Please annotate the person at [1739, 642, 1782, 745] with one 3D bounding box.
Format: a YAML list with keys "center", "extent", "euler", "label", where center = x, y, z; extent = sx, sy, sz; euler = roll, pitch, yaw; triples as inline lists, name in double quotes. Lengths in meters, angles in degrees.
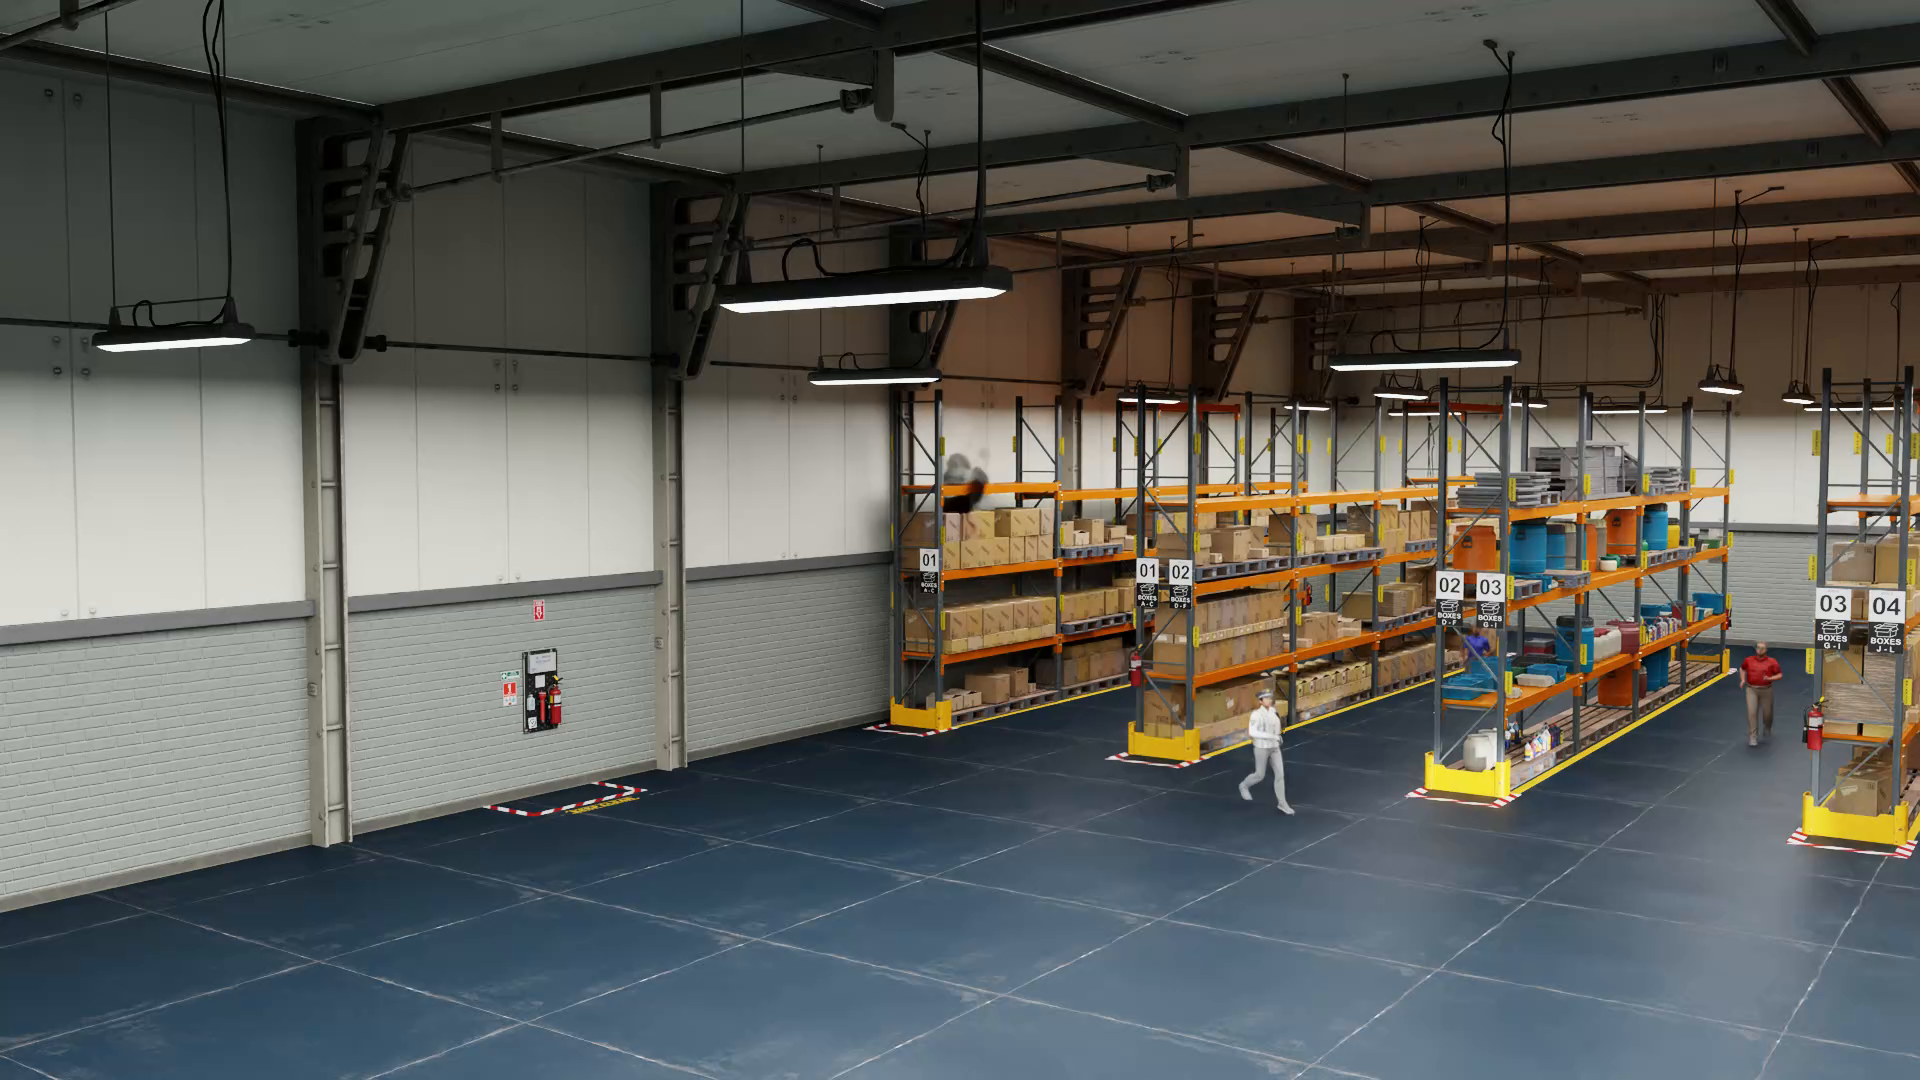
- center: [13.451, 2.564, 27.971]
  extent: [0.673, 1.699, 0.944]
  euler: [2, 4, 31]
  label: "person"

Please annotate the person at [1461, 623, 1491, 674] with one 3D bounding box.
- center: [9.914, 2.400, 32.013]
  extent: [0.557, 1.603, 0.561]
  euler: [1, 3, 23]
  label: "person"

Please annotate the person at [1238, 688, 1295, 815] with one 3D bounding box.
- center: [4.228, 2.863, 22.846]
  extent: [0.625, 1.678, 0.984]
  euler: [-2, 4, -31]
  label: "person"
